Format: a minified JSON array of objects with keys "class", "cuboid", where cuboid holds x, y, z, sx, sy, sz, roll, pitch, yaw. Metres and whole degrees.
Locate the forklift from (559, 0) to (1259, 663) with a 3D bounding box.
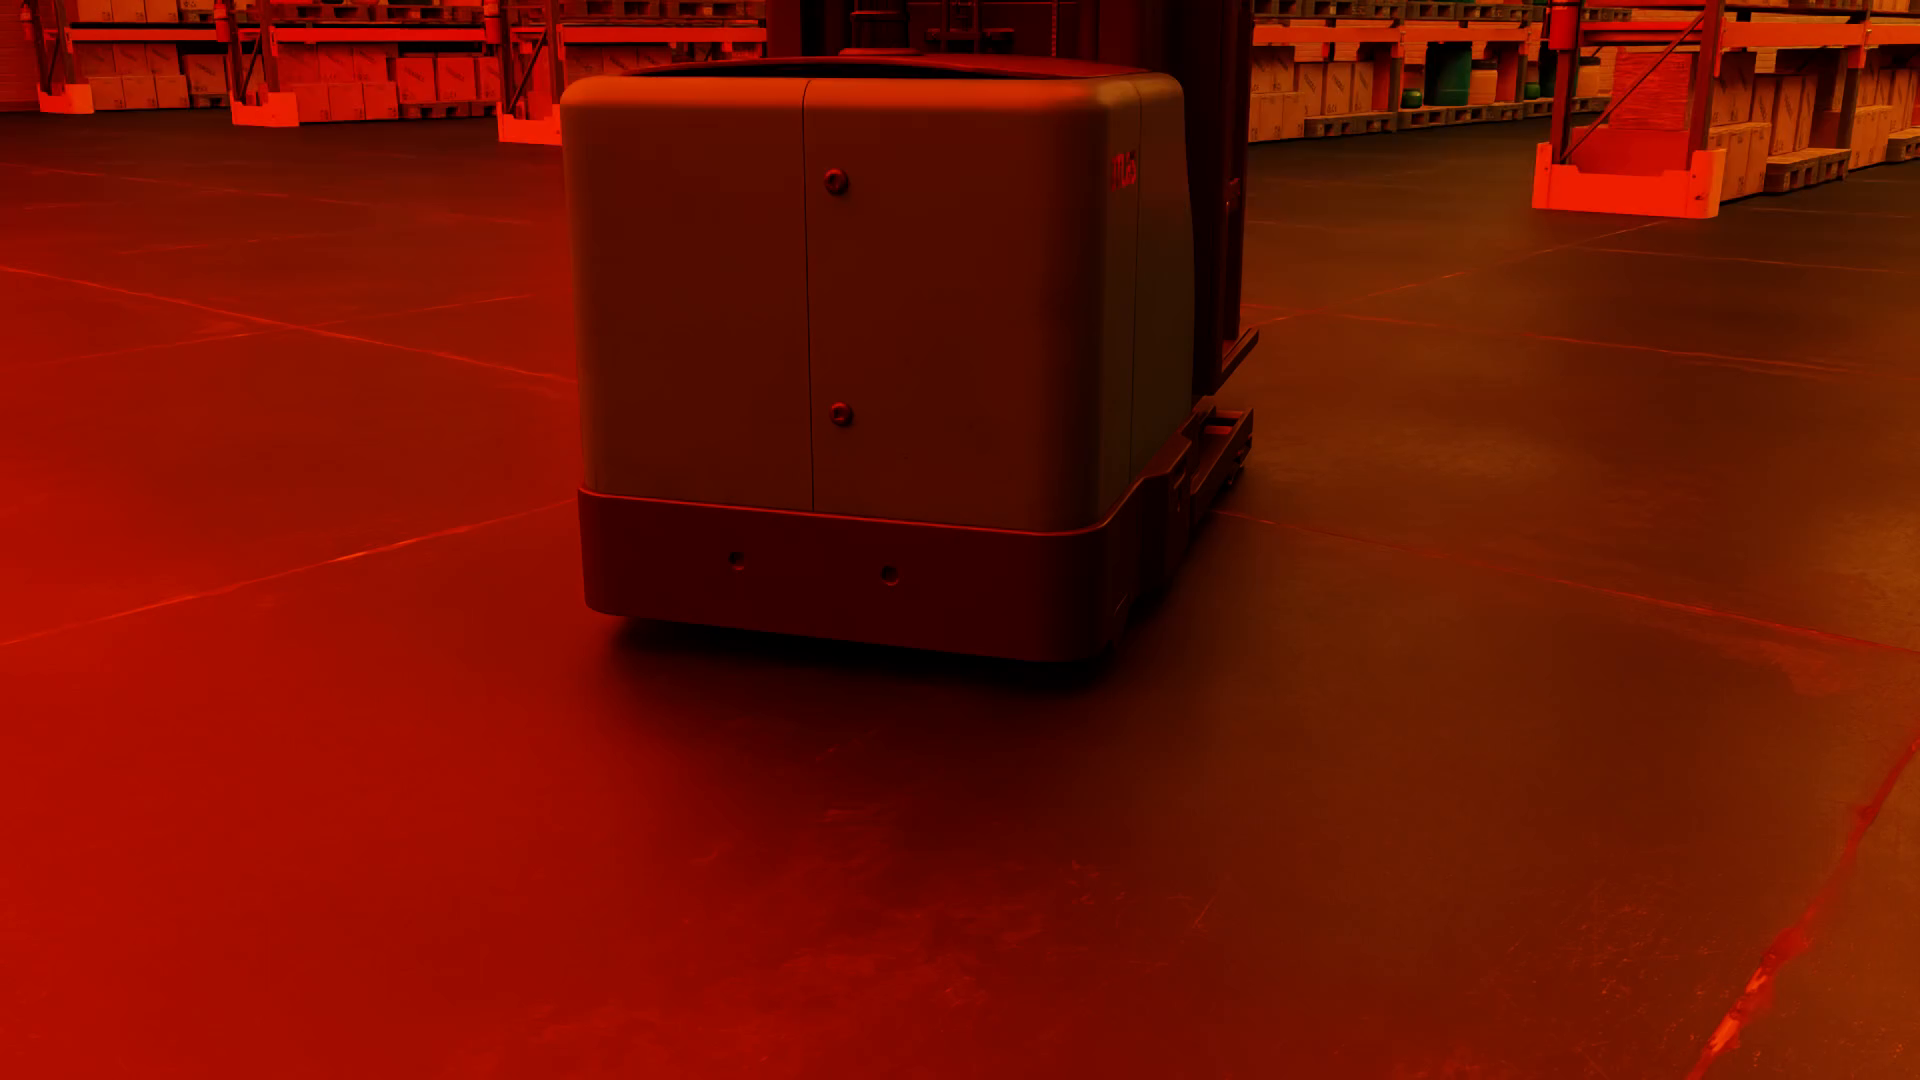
[{"class":"forklift","cuboid":[0.182,-1.571,4.072,1.130,2.935,3.031,5,18,17]}]
